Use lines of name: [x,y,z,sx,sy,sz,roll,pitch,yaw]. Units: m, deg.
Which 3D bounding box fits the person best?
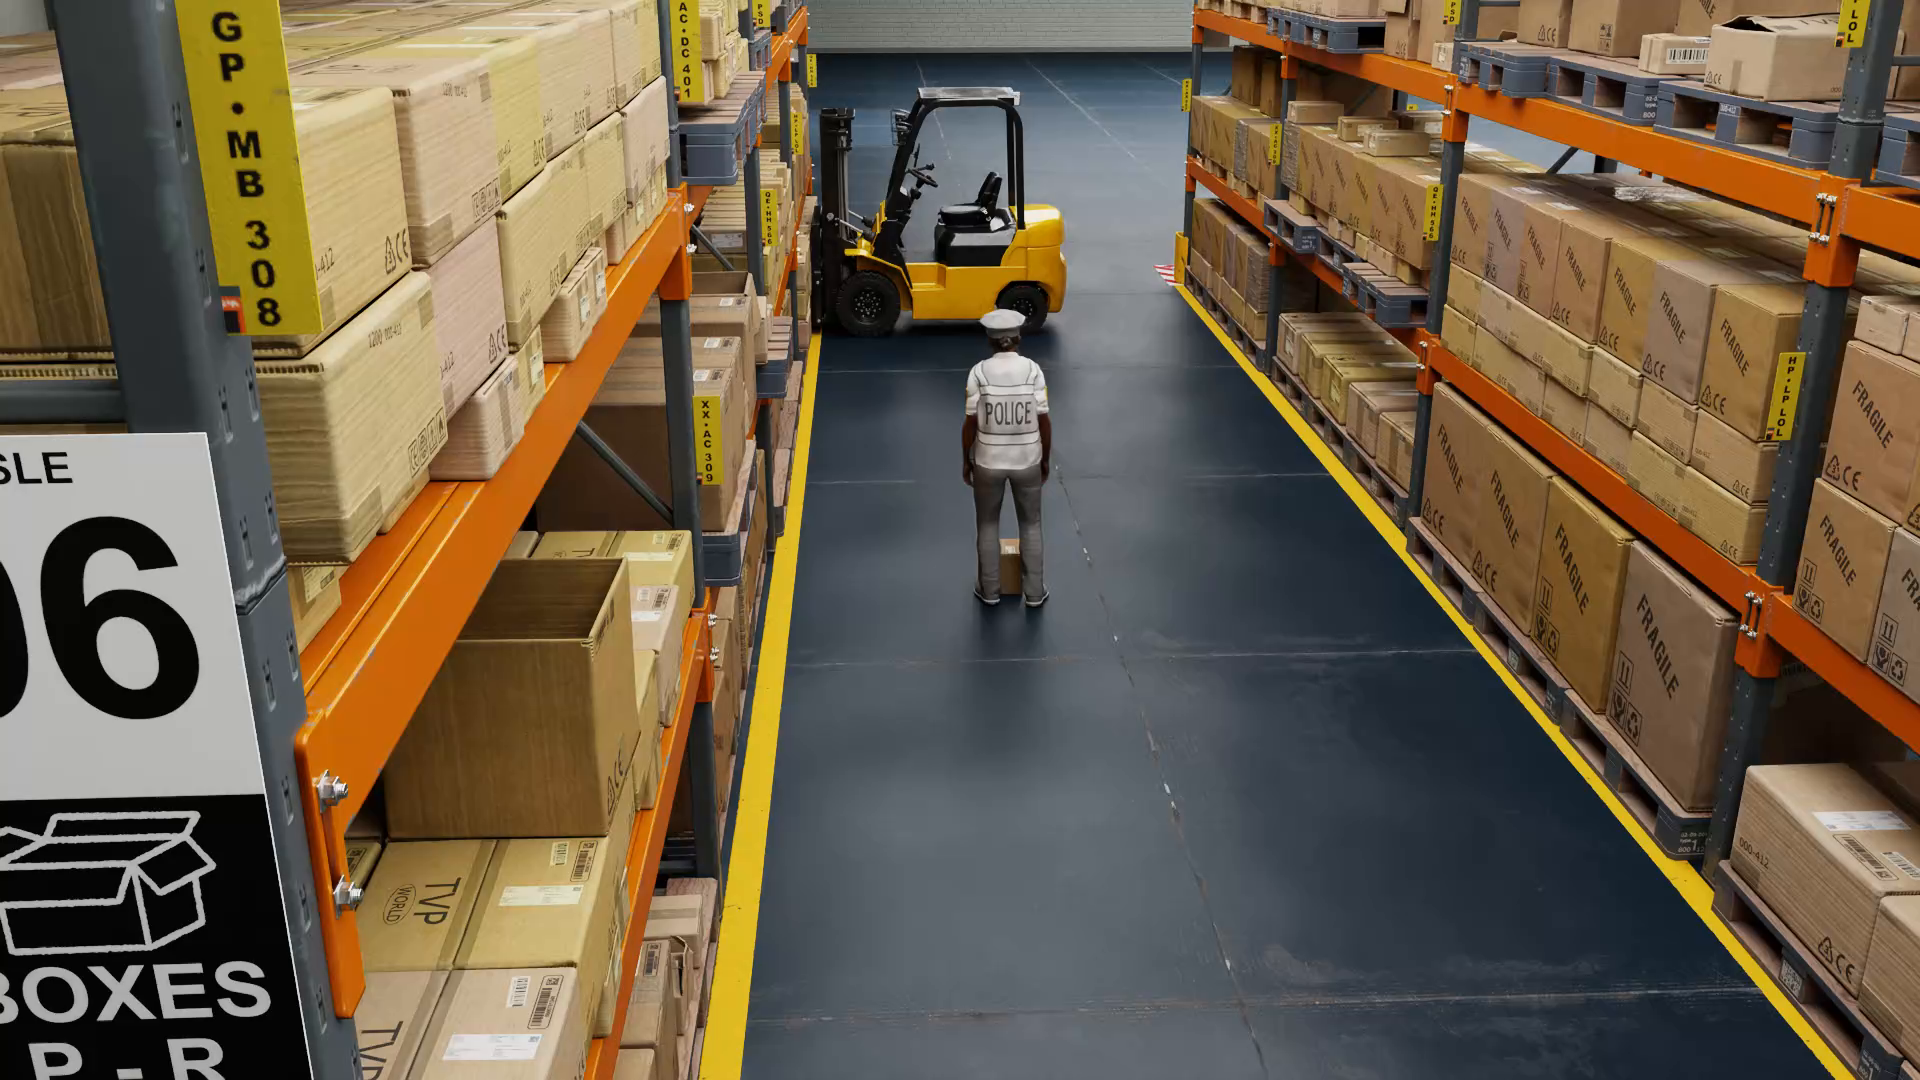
person: [0.263,-0.429,9.222,0.506,1.660,0.415,-1,21,-3]
